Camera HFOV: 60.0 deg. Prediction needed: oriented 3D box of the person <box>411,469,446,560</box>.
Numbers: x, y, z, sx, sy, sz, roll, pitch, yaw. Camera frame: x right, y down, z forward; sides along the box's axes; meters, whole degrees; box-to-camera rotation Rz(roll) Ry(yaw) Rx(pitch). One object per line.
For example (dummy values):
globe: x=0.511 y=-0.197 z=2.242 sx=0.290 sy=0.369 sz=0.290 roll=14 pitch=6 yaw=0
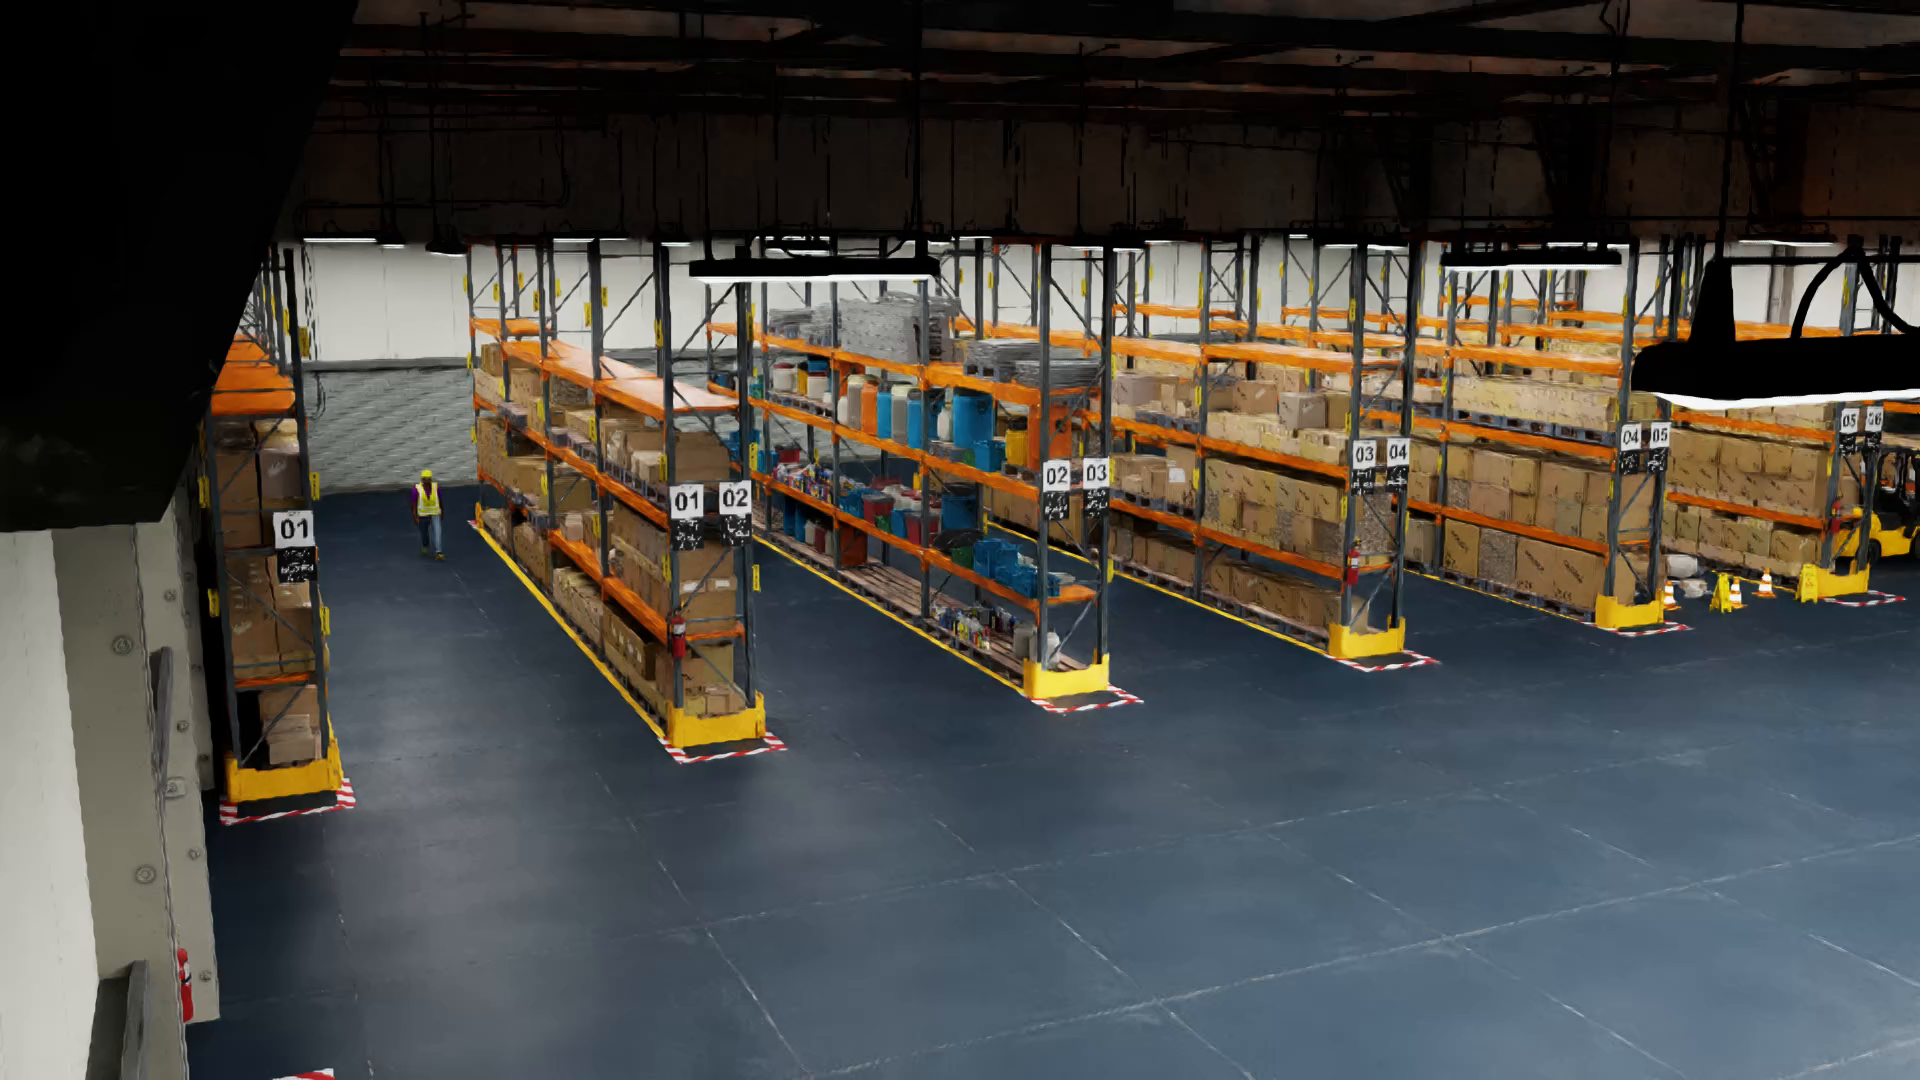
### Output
person: x=-9.991 y=-0.502 z=31.220 sx=0.577 sy=1.691 sz=1.121 roll=-4 pitch=12 yaw=-21

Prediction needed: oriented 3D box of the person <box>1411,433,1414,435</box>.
person: x=9.825 y=-1.511 z=36.447 sx=0.586 sy=1.665 sz=0.581 roll=-1 pitch=11 yaw=-4
